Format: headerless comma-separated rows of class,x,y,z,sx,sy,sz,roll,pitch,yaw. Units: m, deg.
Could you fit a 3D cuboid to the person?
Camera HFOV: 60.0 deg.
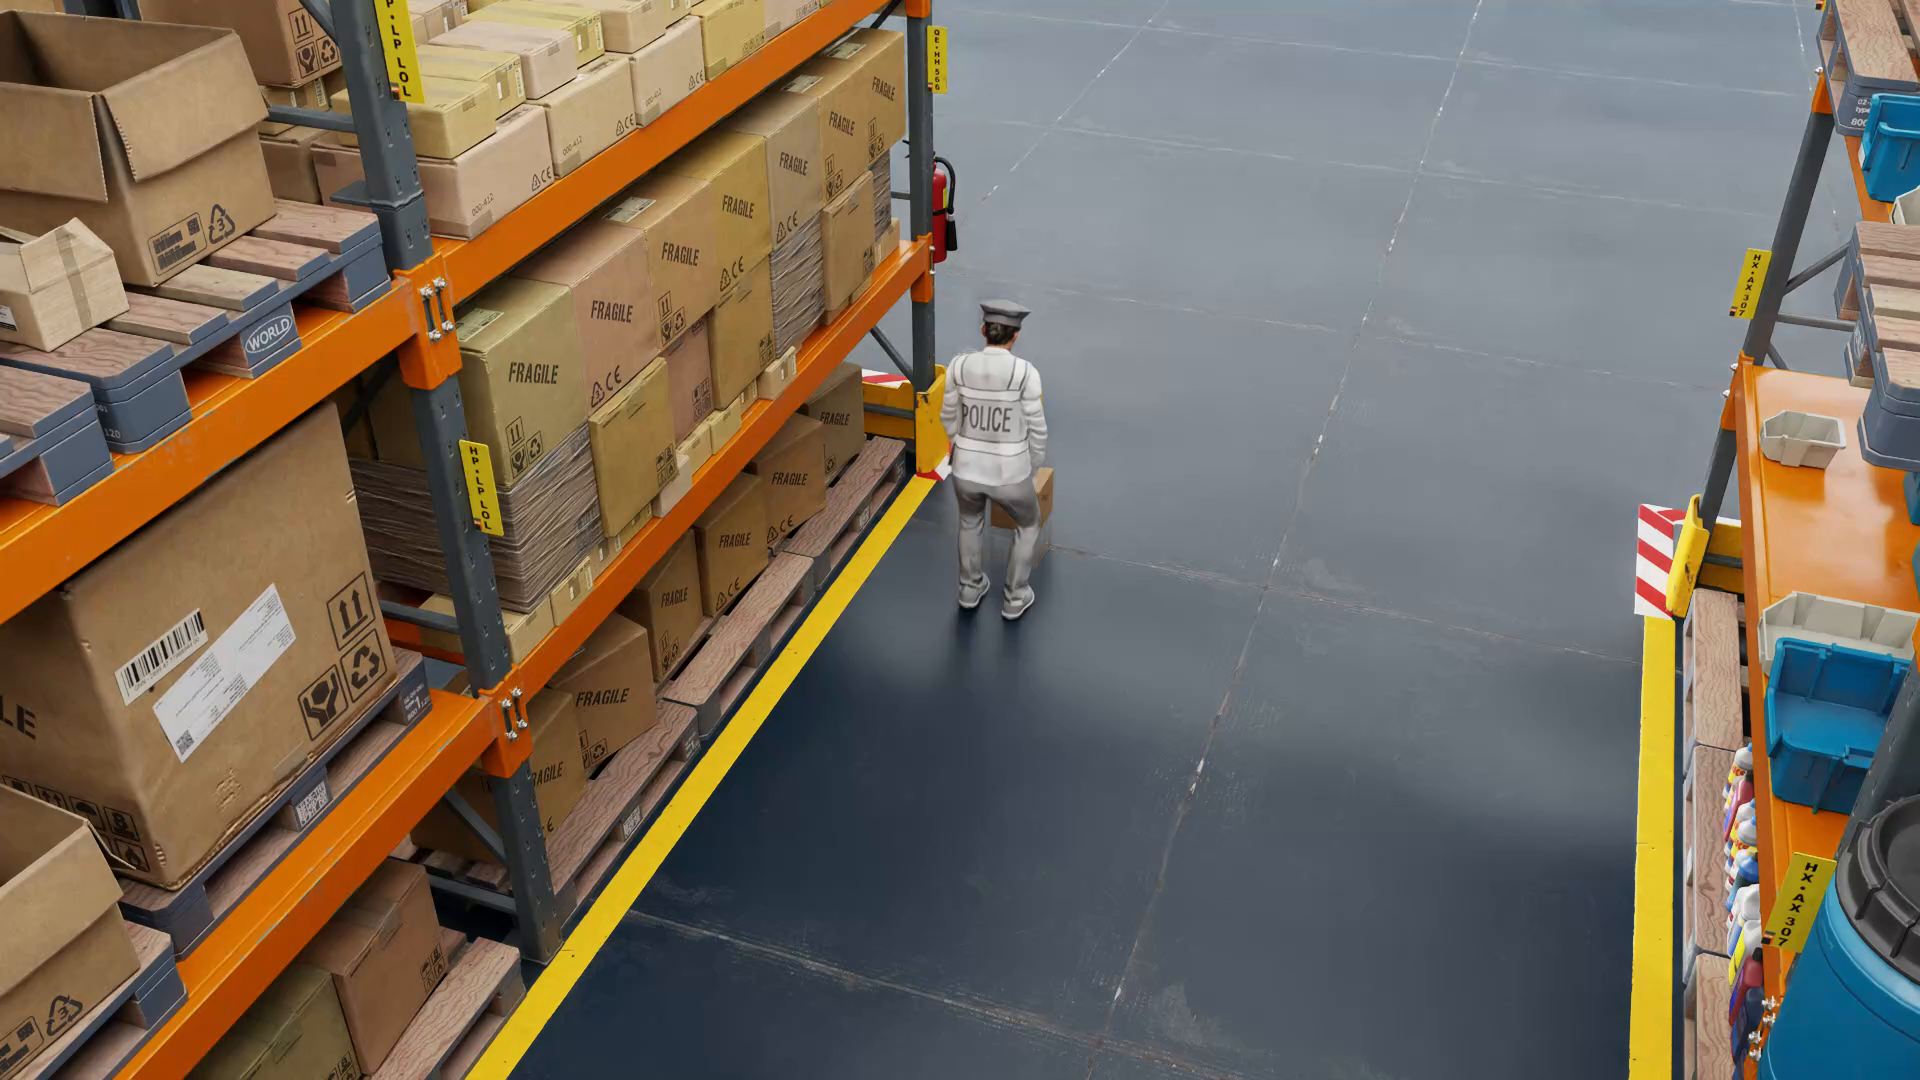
person,0.152,-0.363,7.796,0.520,1.559,0.548,11,35,17
